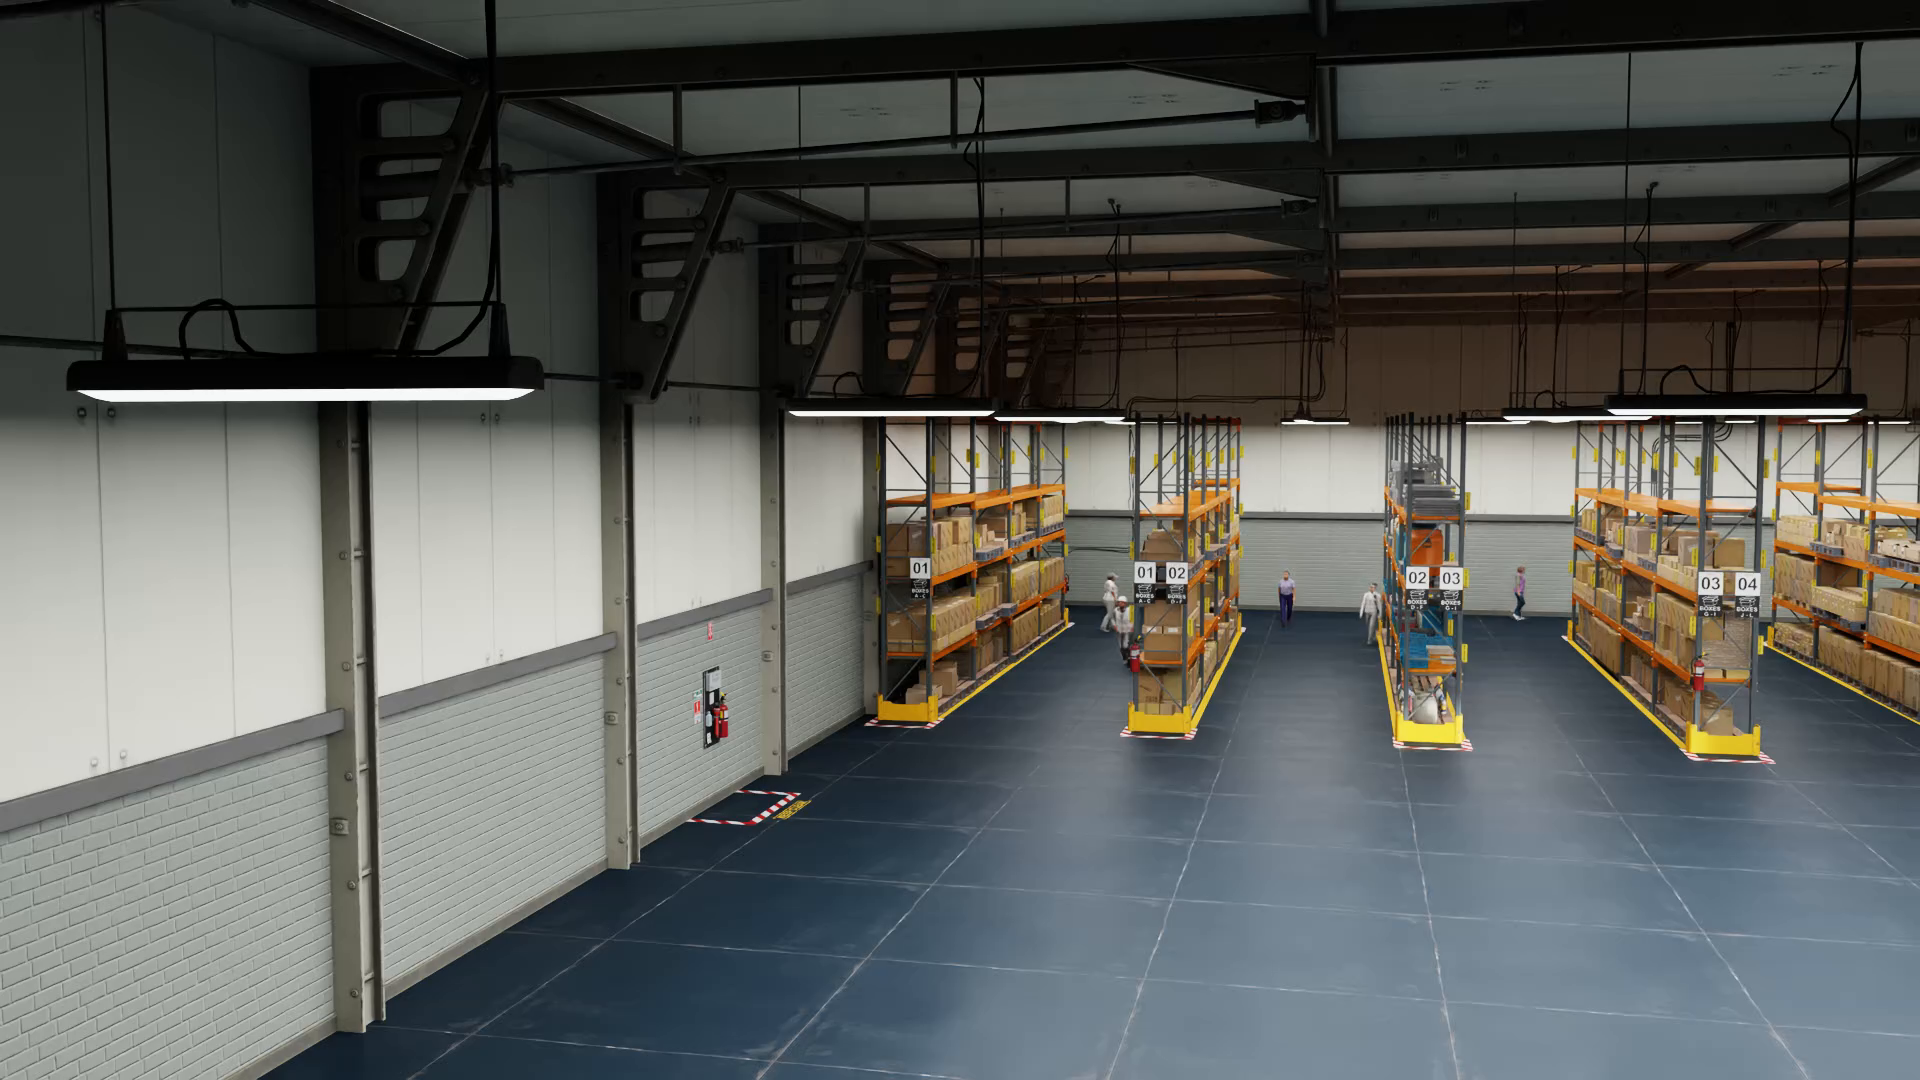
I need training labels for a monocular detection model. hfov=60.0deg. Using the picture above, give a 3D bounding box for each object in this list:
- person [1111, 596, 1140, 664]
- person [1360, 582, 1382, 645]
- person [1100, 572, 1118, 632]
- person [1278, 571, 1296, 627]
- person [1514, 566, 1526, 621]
[{"bbox_3d":[3.983,2.172,40.030,0.697,1.684,0.717,2,4,22],"label":"person"},{"bbox_3d":[10.873,1.918,43.974,0.532,1.630,0.961,3,5,34],"label":"person"},{"bbox_3d":[4.189,1.735,46.596,0.667,1.655,0.598,-1,4,-13],"label":"person"},{"bbox_3d":[9.410,1.683,47.860,0.495,1.575,1.022,1,4,10],"label":"person"},{"bbox_3d":[16.641,1.591,49.417,0.355,1.616,0.478,2,4,29],"label":"person"}]
